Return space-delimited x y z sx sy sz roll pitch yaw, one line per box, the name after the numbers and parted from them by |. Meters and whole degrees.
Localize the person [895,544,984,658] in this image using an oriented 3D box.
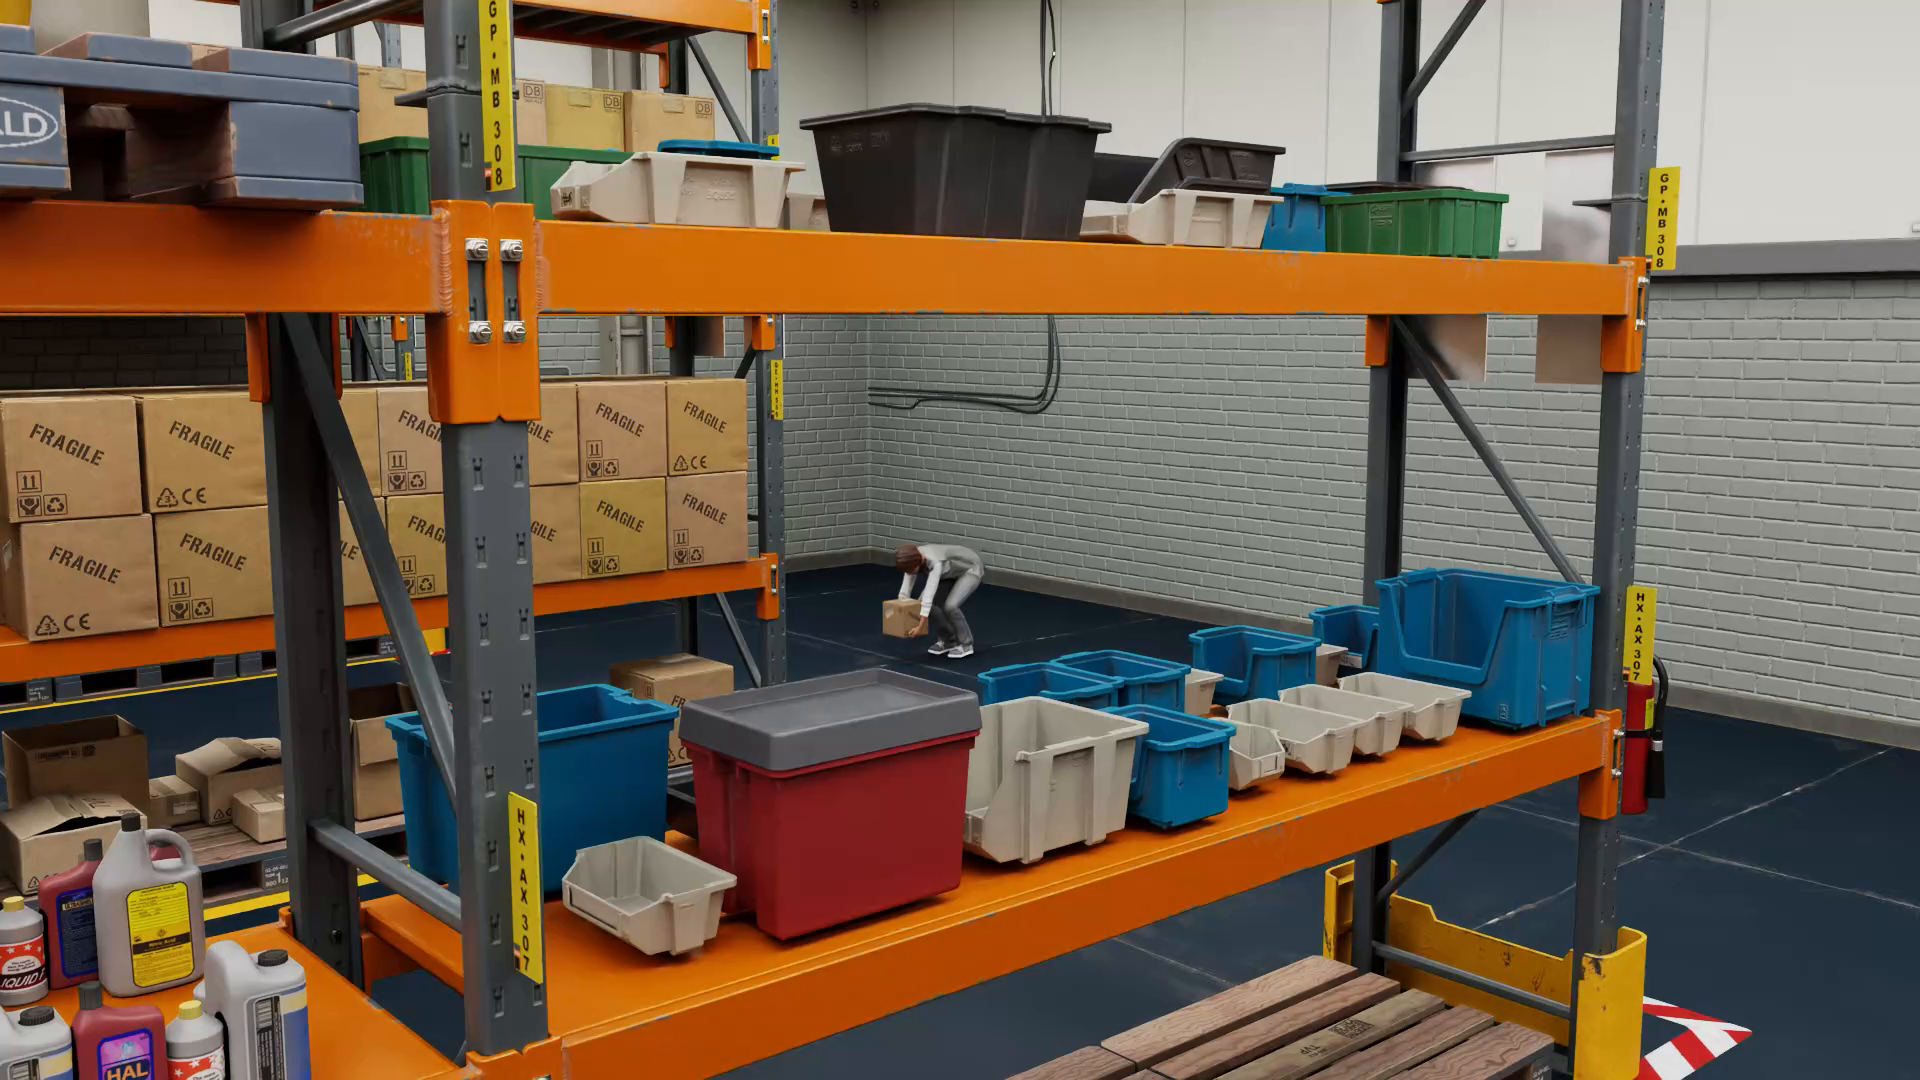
-0.172 0.465 12.934 0.861 0.916 0.431 -7 11 -43 | person
